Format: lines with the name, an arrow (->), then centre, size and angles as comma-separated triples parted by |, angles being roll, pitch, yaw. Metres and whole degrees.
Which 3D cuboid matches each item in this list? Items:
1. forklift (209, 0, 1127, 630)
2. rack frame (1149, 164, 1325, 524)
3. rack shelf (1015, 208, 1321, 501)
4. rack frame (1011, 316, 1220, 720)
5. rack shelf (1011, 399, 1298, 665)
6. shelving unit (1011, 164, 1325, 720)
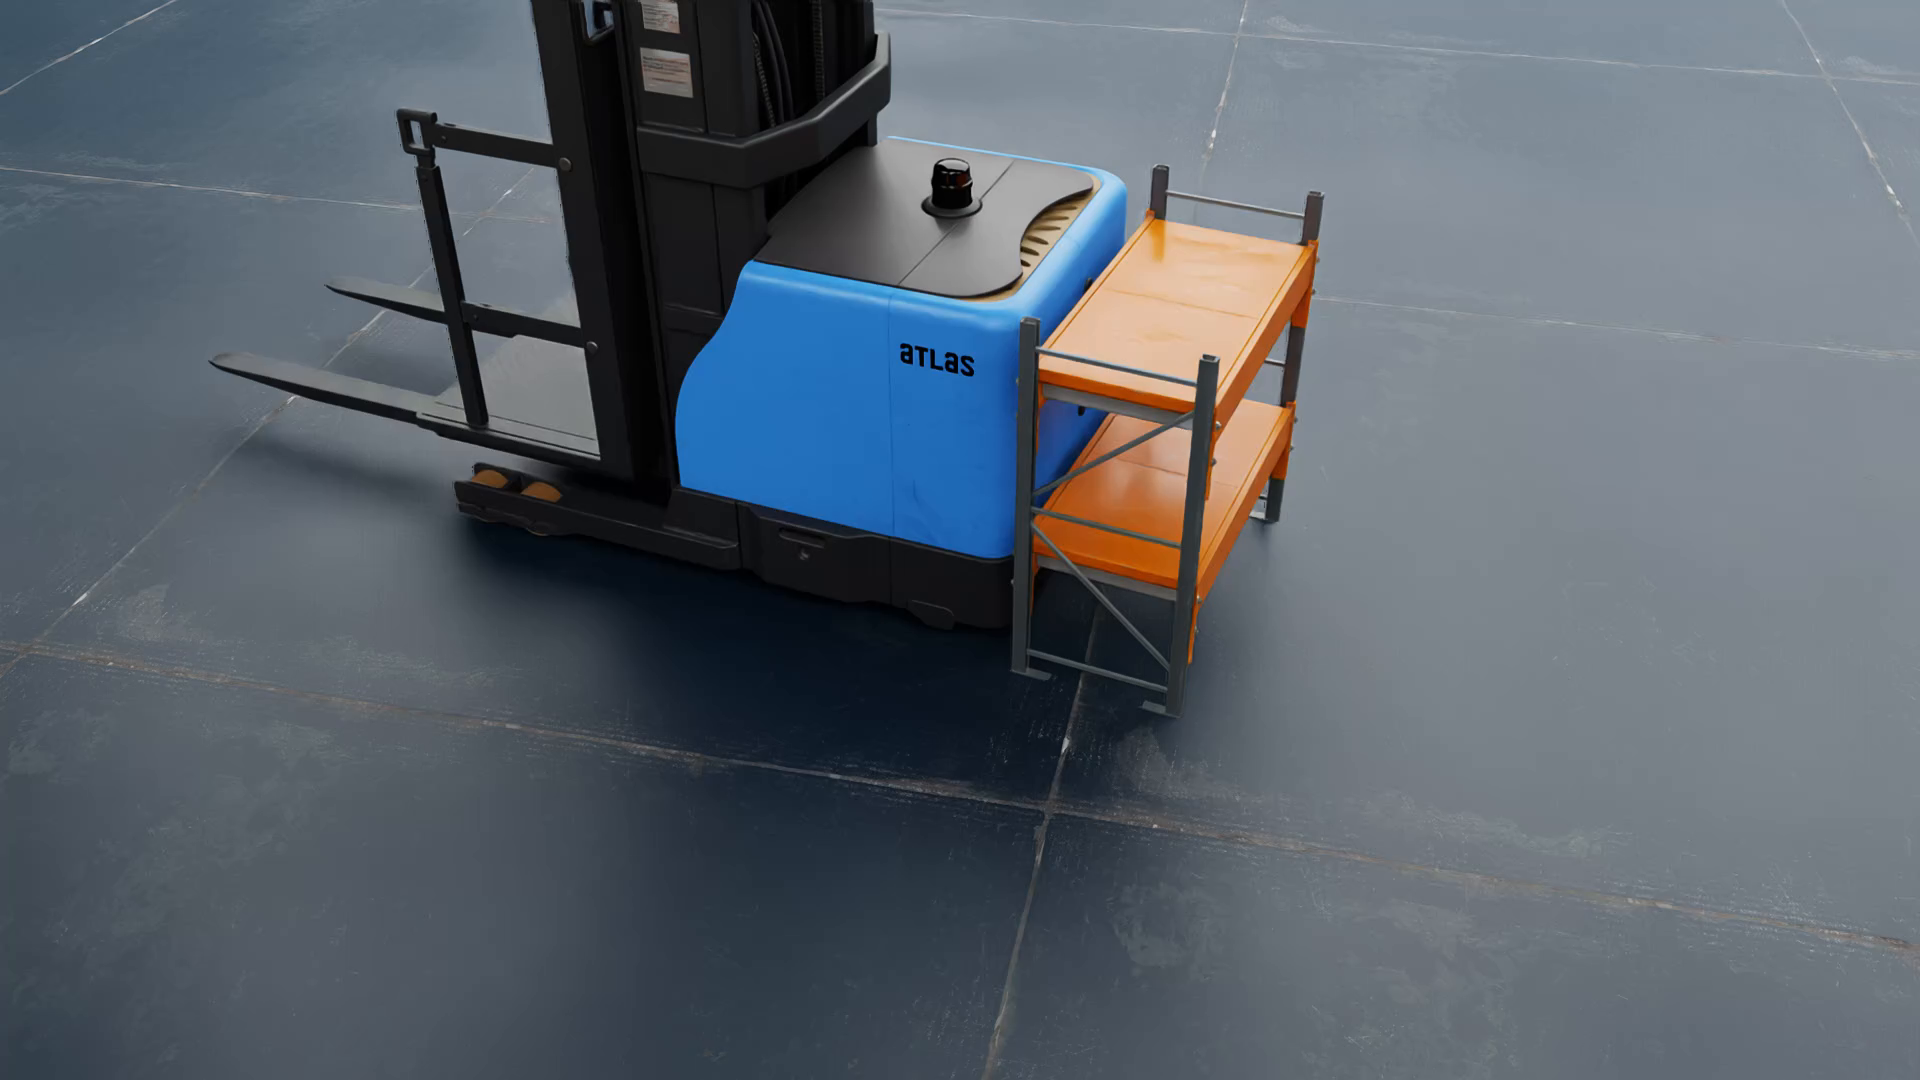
forklift -> -1.058, -1.472, 4.783 | 3.031, 2.935, 1.130 | 13, 38, 18
rack frame -> 0.793, -0.575, 5.084 | 0.500, 1.125, 0.032 | 15, 38, 19
rack shelf -> 0.587, -0.539, 4.536 | 0.538, 0.278, 1.000 | 15, 38, 19
rack frame -> 0.381, -0.029, 4.332 | 0.500, 1.125, 0.032 | 15, 38, 19
rack shelf -> 0.587, -0.104, 4.851 | 0.538, 0.278, 1.000 | 15, 38, 19
shelving unit -> 0.587, -0.302, 4.708 | 0.538, 1.125, 1.048 | 15, 38, 19
